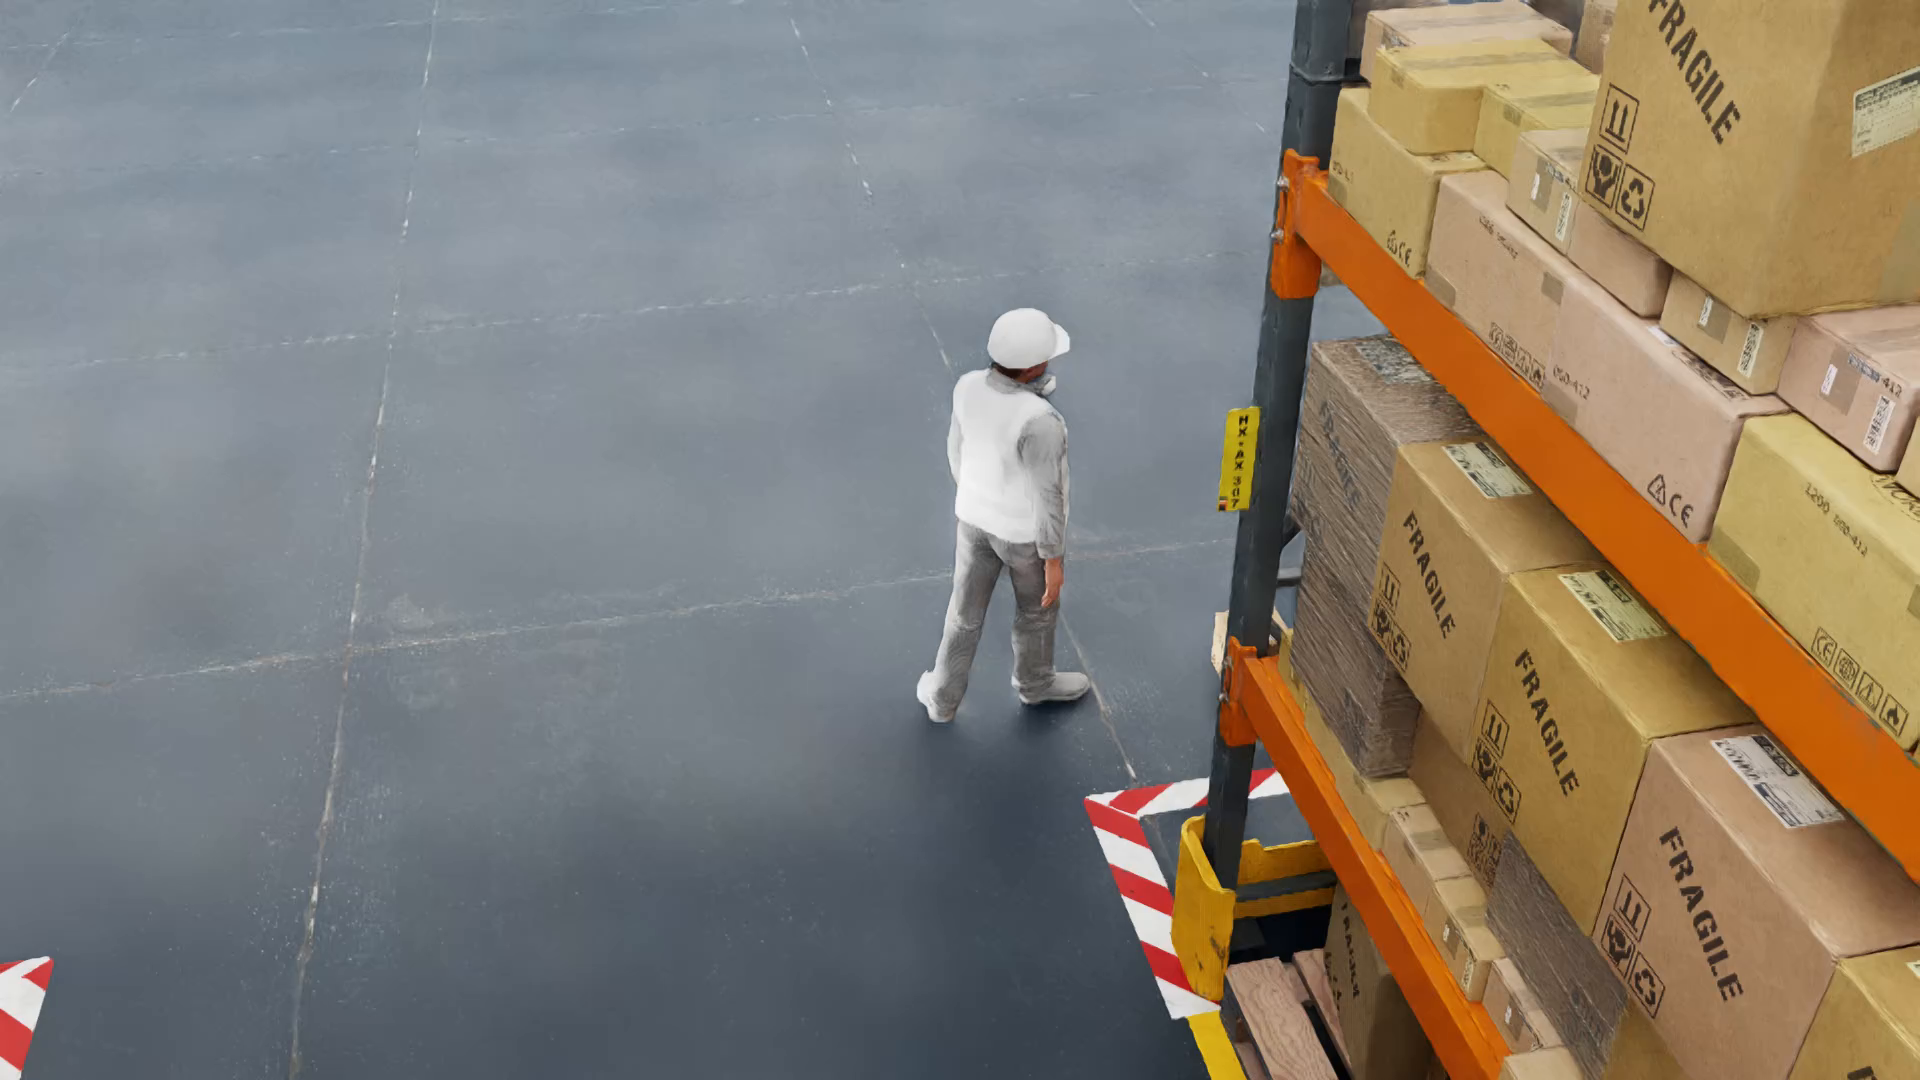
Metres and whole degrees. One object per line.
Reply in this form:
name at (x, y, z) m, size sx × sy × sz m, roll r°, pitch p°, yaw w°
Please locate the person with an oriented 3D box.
person at (0.184, -0.070, 6.221) m, size 0.650 × 1.768 × 0.629 m, roll 26°, pitch 42°, yaw 33°
